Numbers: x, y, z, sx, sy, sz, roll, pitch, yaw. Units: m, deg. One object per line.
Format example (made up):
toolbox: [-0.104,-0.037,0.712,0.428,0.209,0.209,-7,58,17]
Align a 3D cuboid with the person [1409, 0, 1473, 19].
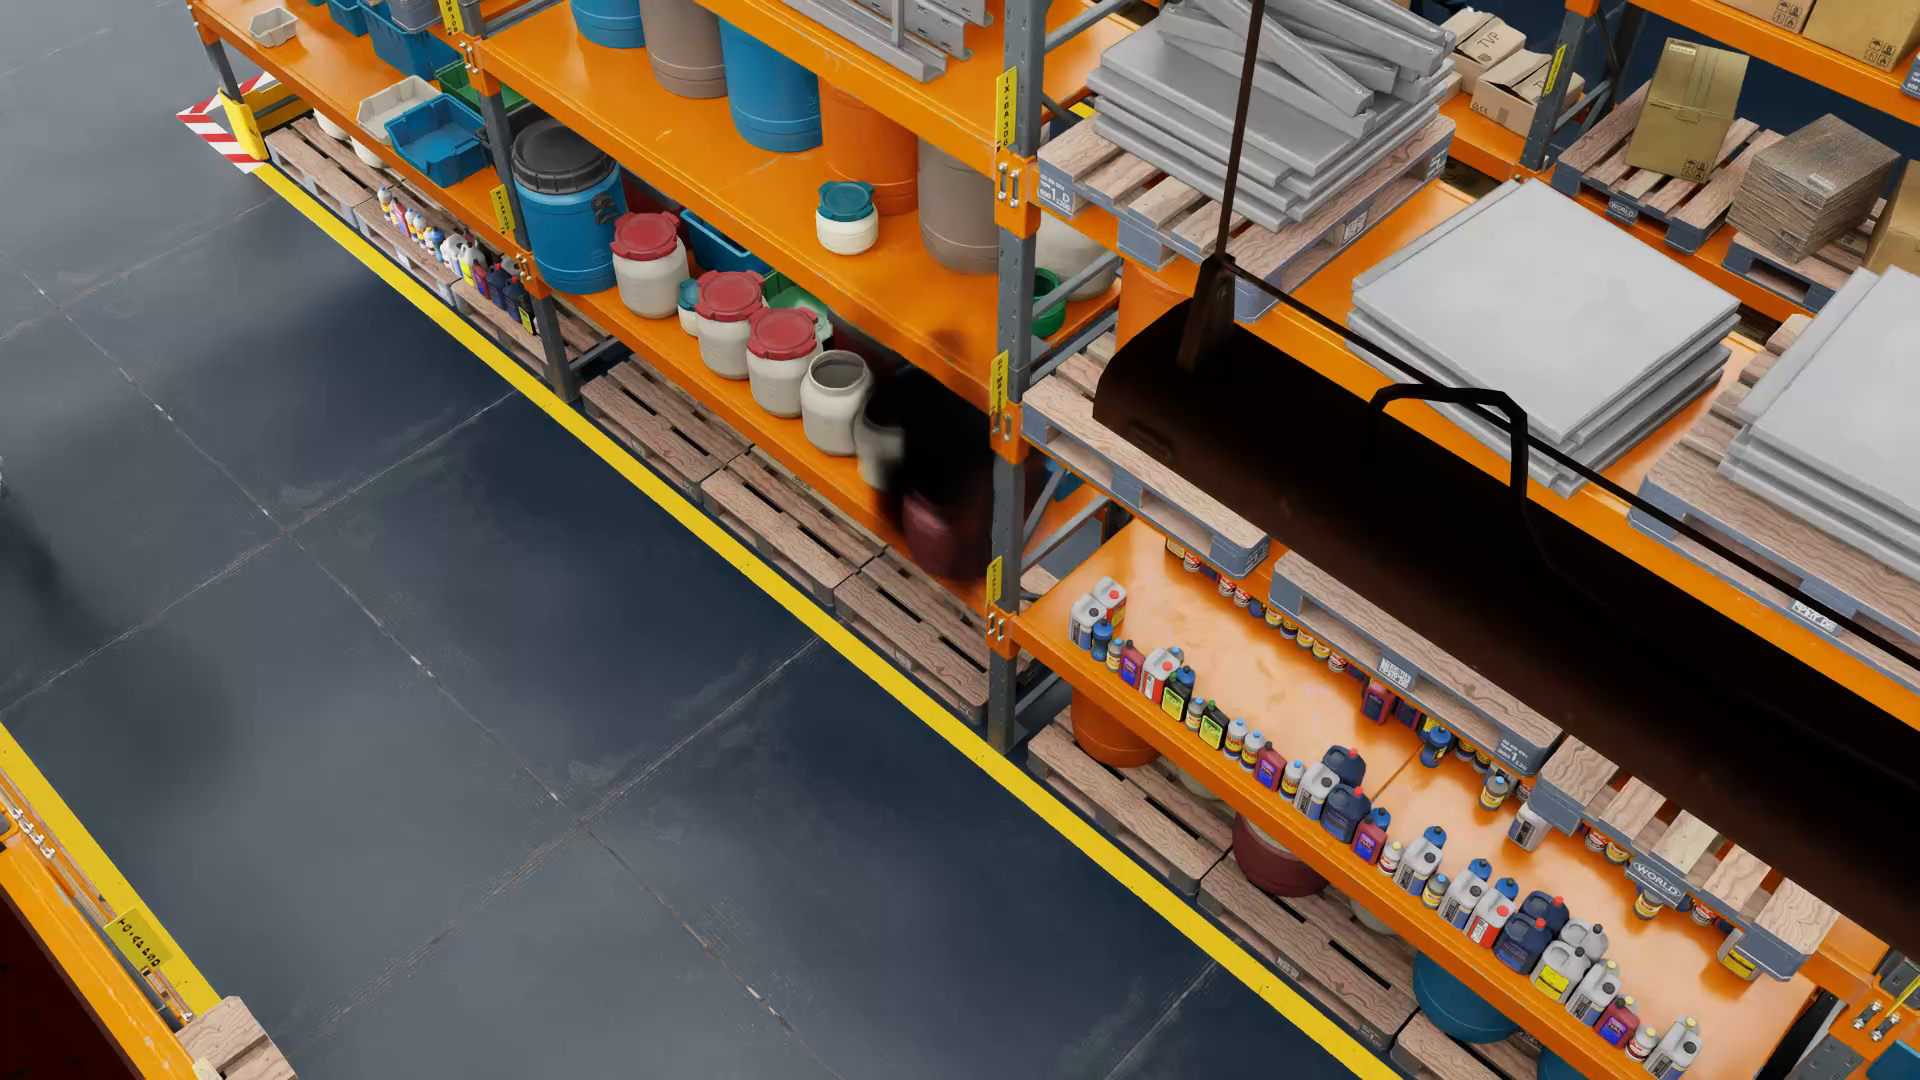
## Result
person: [3.869,-4.615,13.258,0.598,1.554,0.522,23,54,18]
